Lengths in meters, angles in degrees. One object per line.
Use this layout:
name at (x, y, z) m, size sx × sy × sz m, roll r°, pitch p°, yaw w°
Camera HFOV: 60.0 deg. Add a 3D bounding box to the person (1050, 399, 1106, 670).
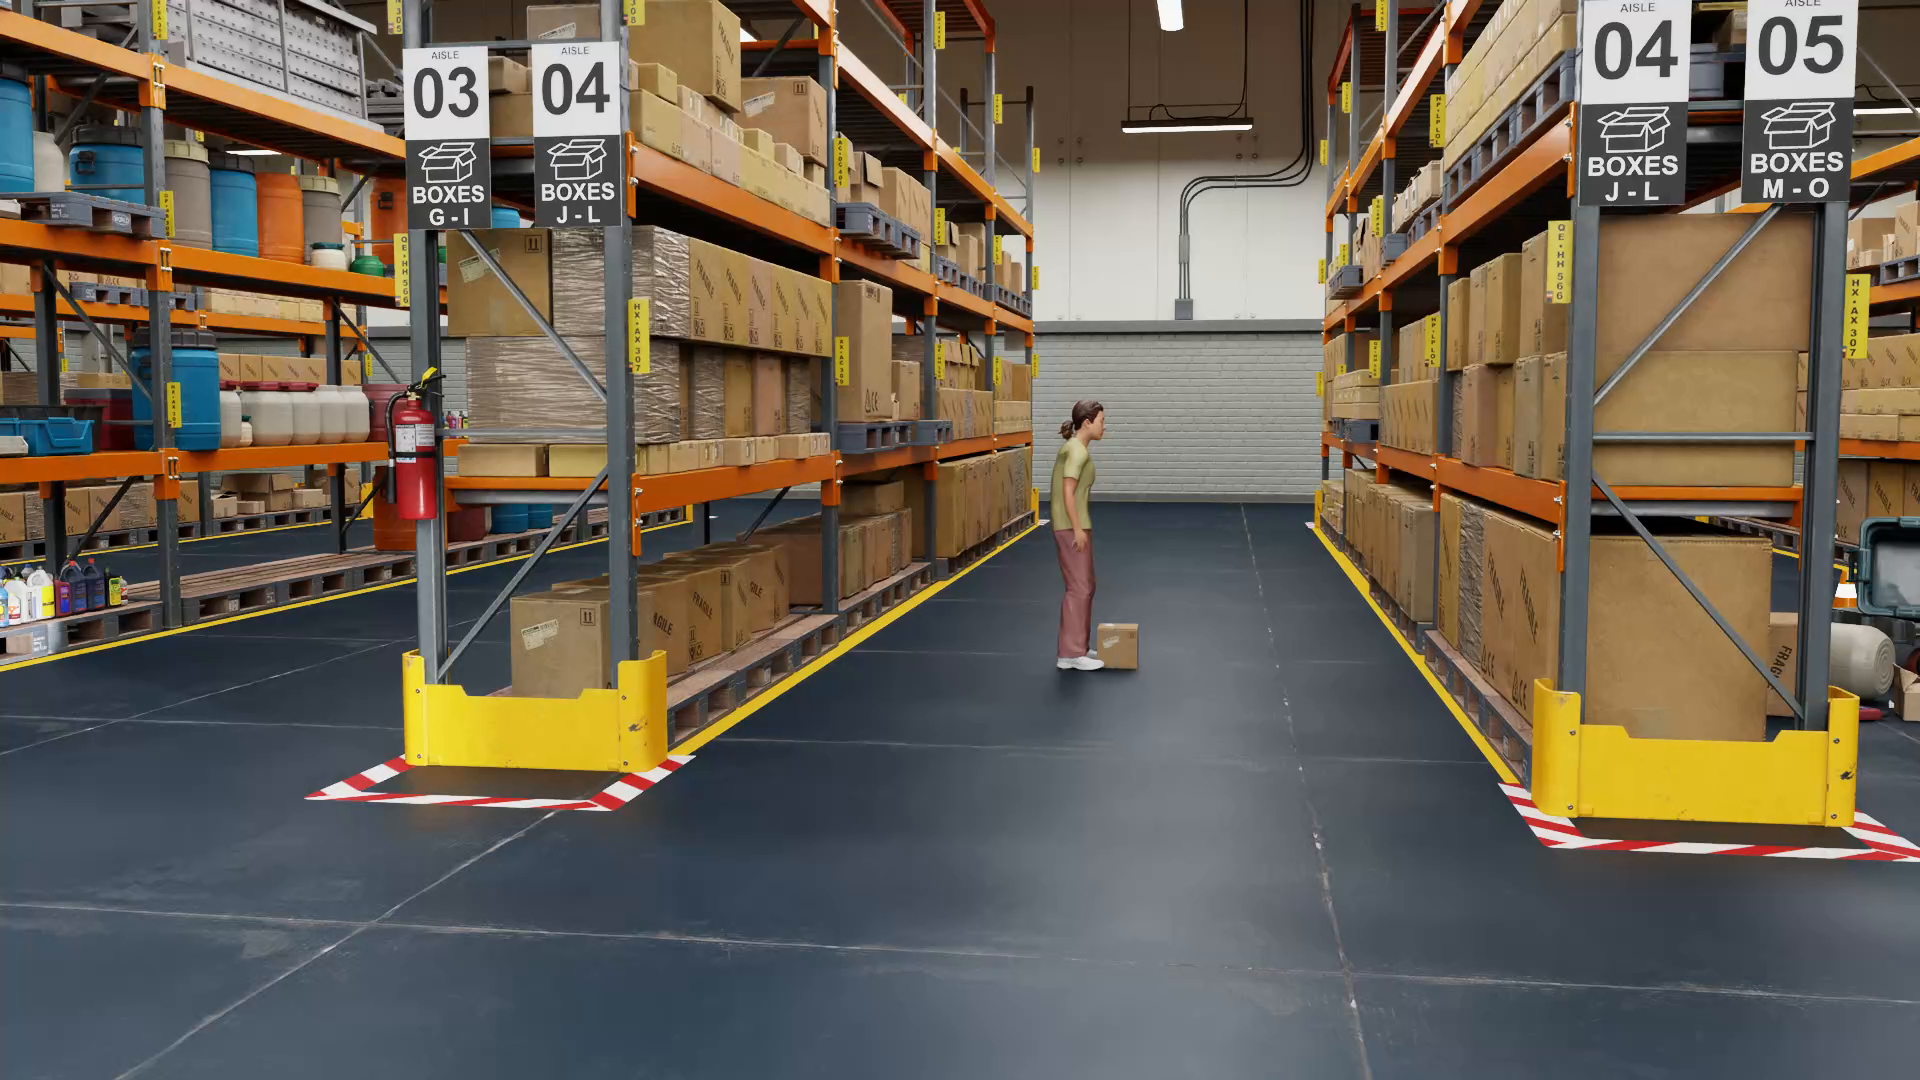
person at (0.748, -0.045, 10.438) m, size 0.366 × 1.671 × 0.519 m, roll 0°, pitch 5°, yaw 5°
